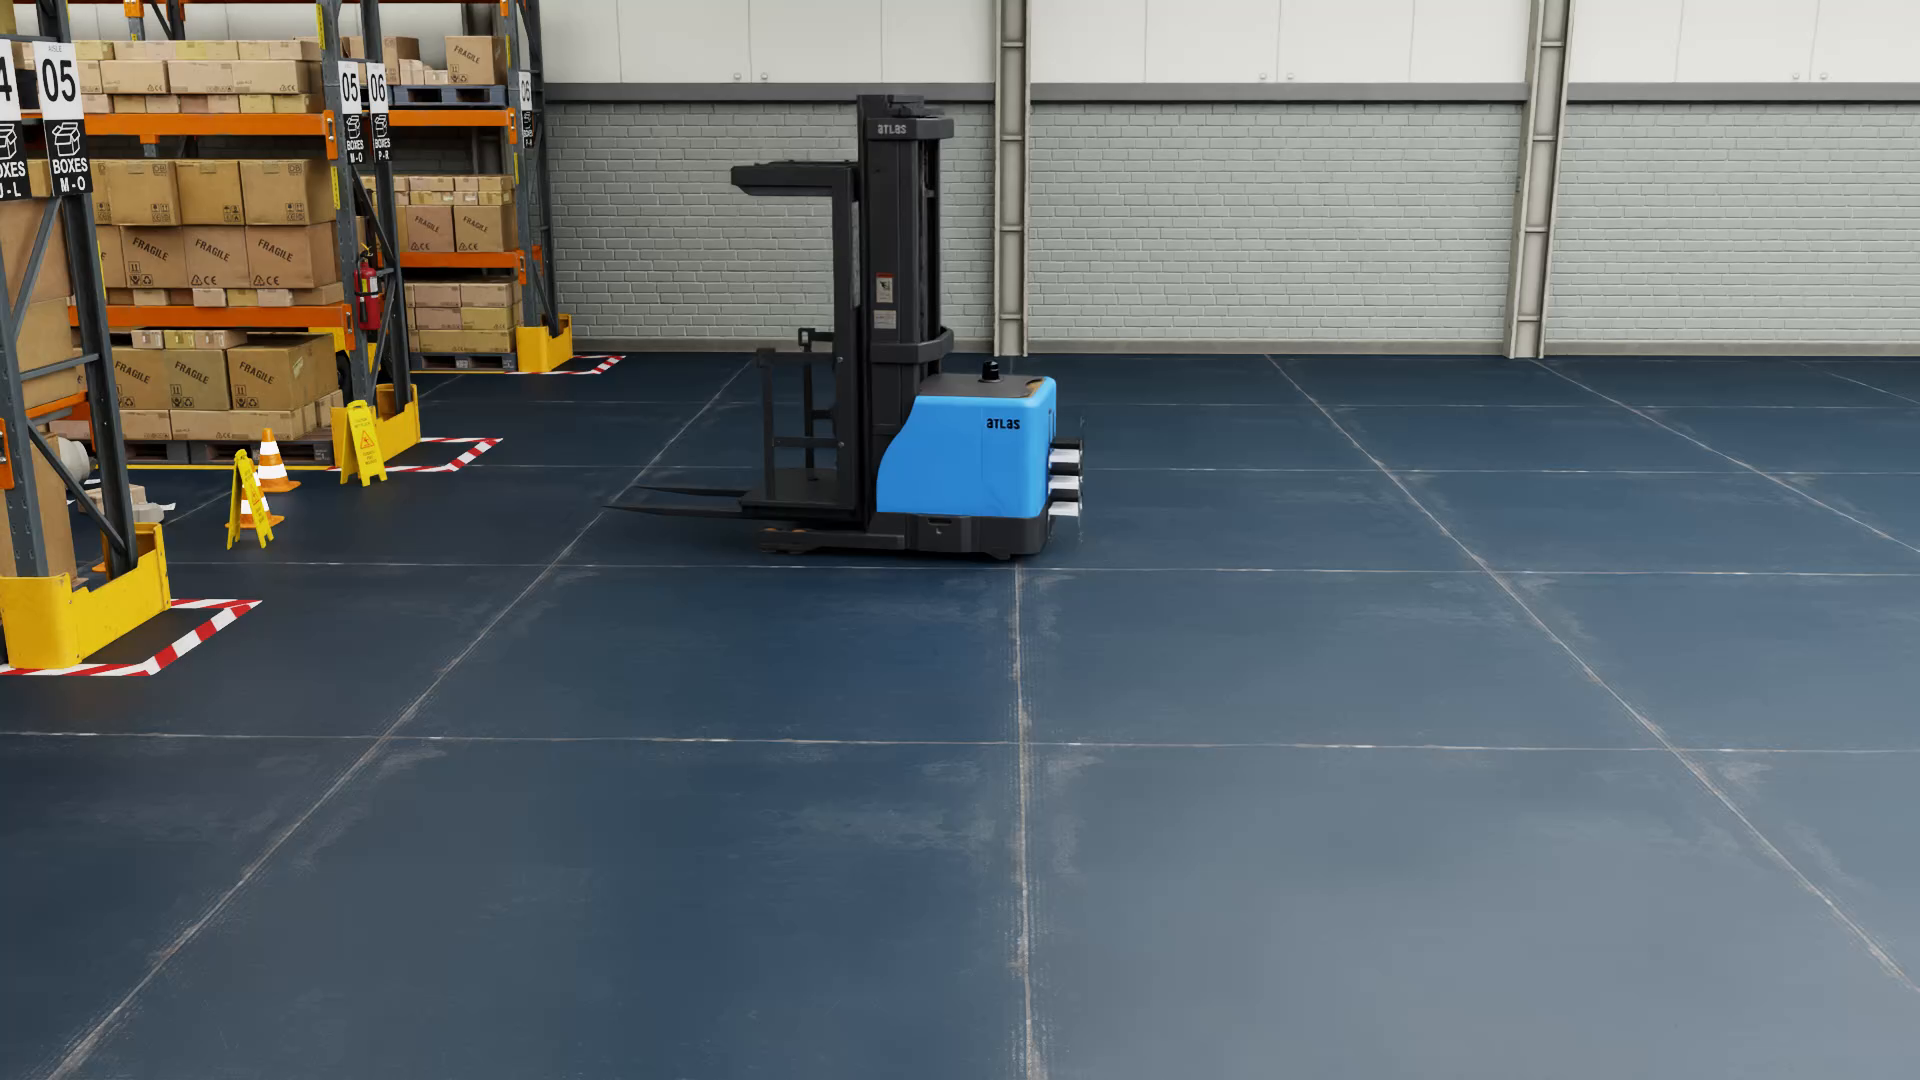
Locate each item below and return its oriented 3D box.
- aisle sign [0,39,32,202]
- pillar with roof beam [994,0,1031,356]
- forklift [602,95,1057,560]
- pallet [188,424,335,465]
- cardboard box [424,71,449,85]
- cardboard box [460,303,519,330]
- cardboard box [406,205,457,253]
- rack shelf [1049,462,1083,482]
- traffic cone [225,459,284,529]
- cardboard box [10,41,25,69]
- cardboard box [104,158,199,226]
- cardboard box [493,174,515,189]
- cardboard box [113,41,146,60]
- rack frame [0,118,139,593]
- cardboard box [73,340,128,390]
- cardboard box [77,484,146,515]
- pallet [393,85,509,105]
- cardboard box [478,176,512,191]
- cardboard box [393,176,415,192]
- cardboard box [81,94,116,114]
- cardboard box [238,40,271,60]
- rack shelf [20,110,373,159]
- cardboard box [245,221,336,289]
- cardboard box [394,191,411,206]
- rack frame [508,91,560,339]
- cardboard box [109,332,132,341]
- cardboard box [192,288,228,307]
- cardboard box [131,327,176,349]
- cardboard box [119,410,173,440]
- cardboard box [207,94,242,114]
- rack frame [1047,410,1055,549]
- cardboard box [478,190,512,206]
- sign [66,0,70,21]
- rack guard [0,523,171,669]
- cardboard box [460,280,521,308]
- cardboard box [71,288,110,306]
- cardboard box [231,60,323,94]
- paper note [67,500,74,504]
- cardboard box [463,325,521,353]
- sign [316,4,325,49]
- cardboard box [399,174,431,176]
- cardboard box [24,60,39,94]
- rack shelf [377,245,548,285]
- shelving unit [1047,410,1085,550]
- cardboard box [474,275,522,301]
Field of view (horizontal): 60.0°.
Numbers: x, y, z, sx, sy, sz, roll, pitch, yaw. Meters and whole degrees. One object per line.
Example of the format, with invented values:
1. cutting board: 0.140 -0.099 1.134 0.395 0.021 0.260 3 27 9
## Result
1. aisle sign: -4.811 -2.099 8.320 0.004 0.787 0.394 0 15 1
2. pillar with roof beam: 0.489 -5.446 14.342 0.400 9.000 9.100 0 15 1
3. forklift: -0.897 -1.450 11.089 3.031 2.935 1.130 3 15 10
4. pallet: -5.736 -0.848 14.142 1.213 0.211 1.003 0 15 1
5. cardboard box: -5.562 -4.956 17.838 0.250 0.149 0.380 0 15 0
6. cardboard box: -5.221 -2.487 18.472 0.500 0.250 0.500 0 15 1
7. cardboard box: -5.743 -3.438 18.296 0.500 0.500 0.500 1 15 3
8. rack shelf: 0.708 -0.456 11.081 0.200 0.077 0.258 3 15 10
9. traffic cone: -5.001 -0.344 11.736 0.334 0.463 0.336 0 15 1
10. cardboard box: -5.209 -2.583 8.845 0.250 0.149 0.380 0 15 2
11. cardboard box: -6.384 -2.788 13.287 0.500 0.500 0.700 0 15 1
12. cardboard box: -5.057 -4.010 18.610 0.250 0.149 0.380 0 15 0
13. cardboard box: -6.465 -3.858 13.134 0.250 0.149 0.380 0 15 0
14. rack frame: -4.875 -0.919 8.943 0.127 3.000 1.000 0 15 1
15. cardboard box: -7.211 -1.367 13.739 0.500 0.500 0.500 1 15 4
16. cardboard box: -6.210 -0.297 12.174 0.250 0.149 0.380 9 17 30
17. pallet: -5.432 -4.867 18.200 1.213 0.211 1.003 0 15 1
18. cardboard box: -5.090 -3.902 18.200 0.250 0.149 0.380 0 15 2
19. cardboard box: -6.110 -3.885 18.134 0.250 0.149 0.380 1 15 3
20. cardboard box: -6.750 -3.441 13.113 0.250 0.149 0.380 0 15 1
21. cardboard box: -5.452 -3.835 13.045 0.250 0.149 0.380 1 15 2
22. rack shelf: -6.849 -3.298 13.489 4.000 0.370 1.077 0 15 1
23. cardboard box: -5.399 -2.307 13.427 0.500 0.500 0.500 0 15 0
24. cardboard box: -6.110 -3.746 18.192 0.250 0.149 0.380 0 15 0
25. rack frame: -4.726 -3.448 18.528 0.127 3.000 1.000 0 15 1
26. cardboard box: -7.231 -1.503 14.253 0.500 0.500 0.500 1 15 4
27. cardboard box: -5.999 -1.983 13.468 0.250 0.149 0.380 1 15 2
28. cardboard box: -6.540 -1.660 13.578 0.250 0.149 0.380 1 15 4
29. cardboard box: -6.705 -1.000 13.815 0.500 0.250 0.500 0 15 -1
30. cardboard box: -5.728 -3.446 13.132 0.250 0.149 0.380 1 15 3
31. rack frame: 0.608 -0.406 11.113 0.006 0.900 0.240 3 15 10
32. cardboard box: -5.080 -3.741 18.171 0.250 0.149 0.380 1 15 2
33. sign: -4.855 -2.972 8.975 0.005 0.325 0.100 0 15 1
34. rack guard: -4.851 0.290 9.262 0.348 0.500 1.175 0 15 1
35. cardboard box: -5.195 -2.728 18.408 0.500 0.250 0.500 1 15 3
36. cardboard box: -7.010 -1.998 13.524 0.250 0.149 0.380 0 15 1
37. cardboard box: -5.368 -3.638 13.081 0.500 0.250 0.500 0 15 1
38. paper note: -6.690 -0.283 12.376 0.142 0.019 0.148 6 16 21
39. cardboard box: -5.204 -2.244 18.532 0.500 0.250 0.500 0 15 2
40. sign: -4.883 -3.919 12.699 0.005 0.325 0.100 0 15 1
41. cardboard box: -6.093 -4.020 18.644 0.250 0.149 0.380 1 15 3
42. cardboard box: -7.399 -3.649 13.124 0.500 0.250 0.500 1 15 2
43. rack shelf: -6.726 -3.113 18.670 4.000 0.370 1.077 0 15 1
44. shelving unit: 0.708 -0.401 11.096 0.210 0.900 0.258 3 15 10
45. cardboard box: -5.202 -2.856 18.893 0.500 0.250 0.500 0 15 1
